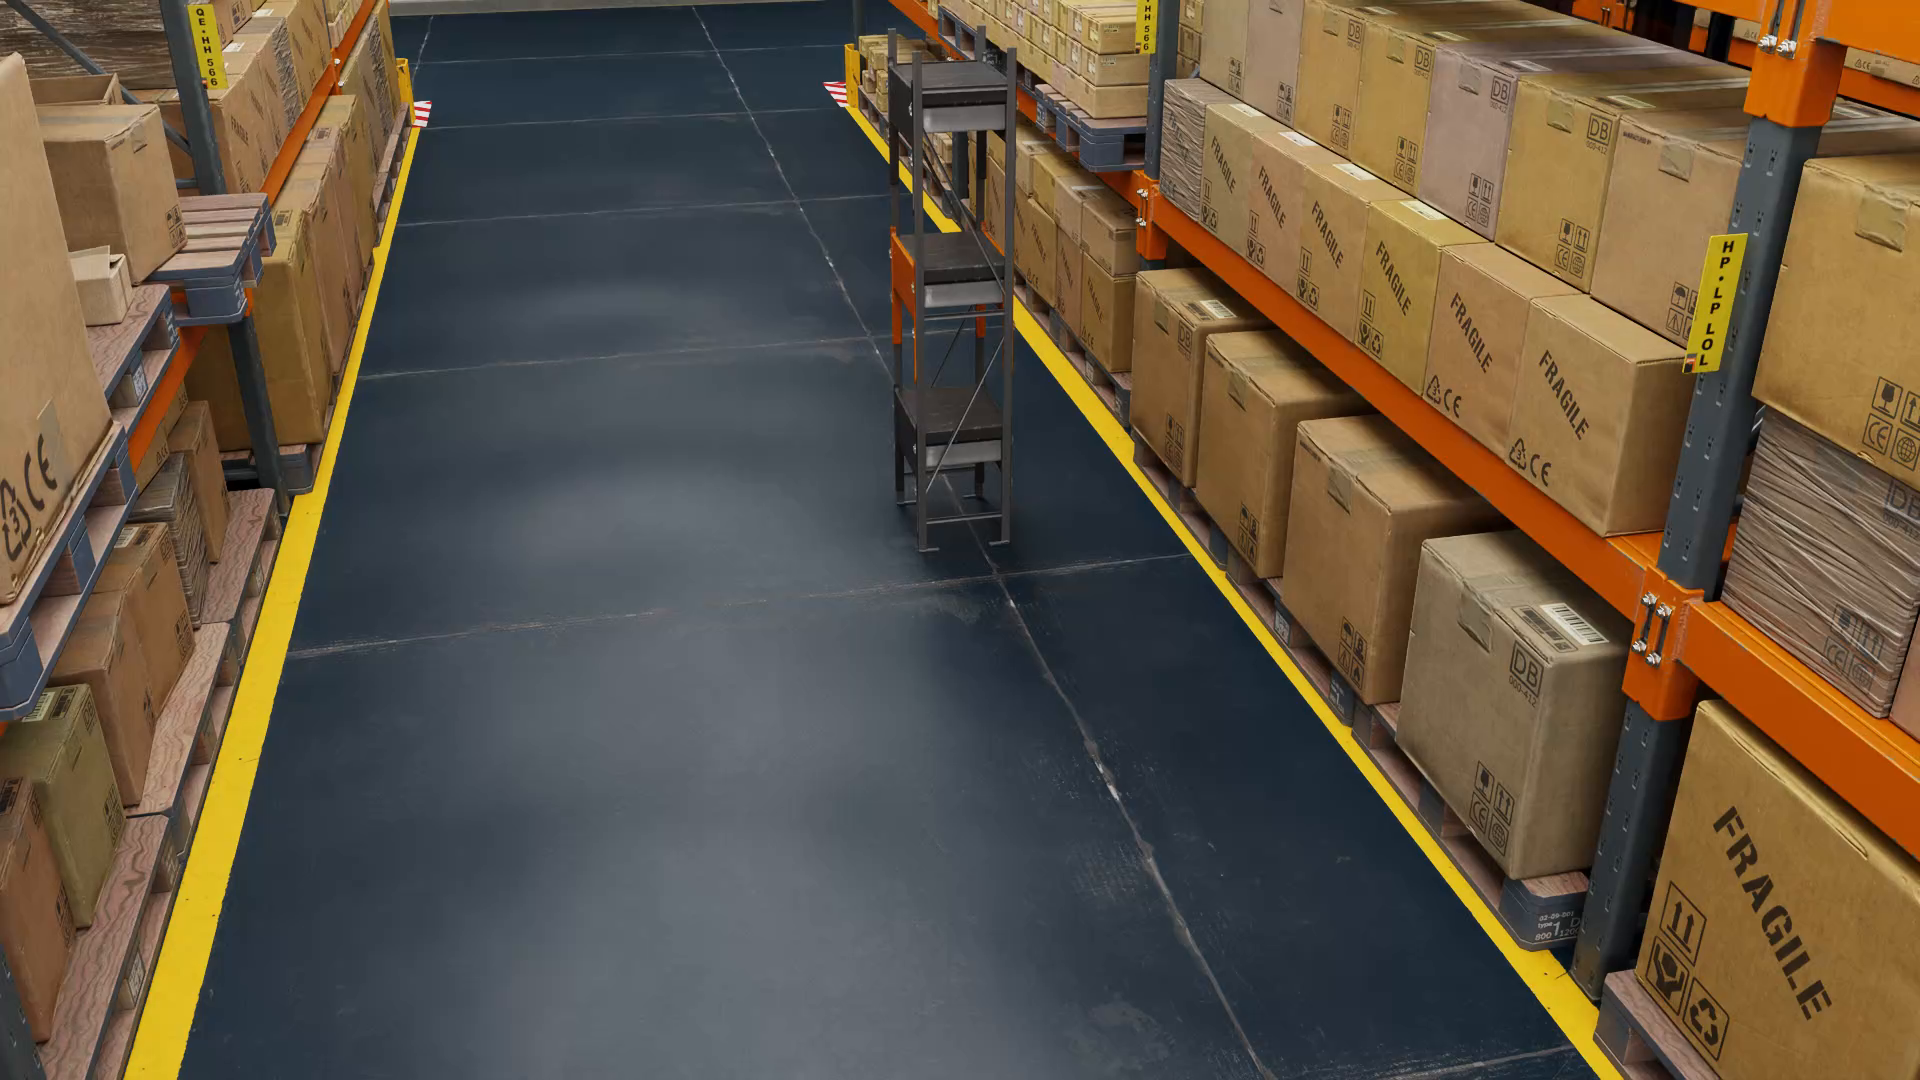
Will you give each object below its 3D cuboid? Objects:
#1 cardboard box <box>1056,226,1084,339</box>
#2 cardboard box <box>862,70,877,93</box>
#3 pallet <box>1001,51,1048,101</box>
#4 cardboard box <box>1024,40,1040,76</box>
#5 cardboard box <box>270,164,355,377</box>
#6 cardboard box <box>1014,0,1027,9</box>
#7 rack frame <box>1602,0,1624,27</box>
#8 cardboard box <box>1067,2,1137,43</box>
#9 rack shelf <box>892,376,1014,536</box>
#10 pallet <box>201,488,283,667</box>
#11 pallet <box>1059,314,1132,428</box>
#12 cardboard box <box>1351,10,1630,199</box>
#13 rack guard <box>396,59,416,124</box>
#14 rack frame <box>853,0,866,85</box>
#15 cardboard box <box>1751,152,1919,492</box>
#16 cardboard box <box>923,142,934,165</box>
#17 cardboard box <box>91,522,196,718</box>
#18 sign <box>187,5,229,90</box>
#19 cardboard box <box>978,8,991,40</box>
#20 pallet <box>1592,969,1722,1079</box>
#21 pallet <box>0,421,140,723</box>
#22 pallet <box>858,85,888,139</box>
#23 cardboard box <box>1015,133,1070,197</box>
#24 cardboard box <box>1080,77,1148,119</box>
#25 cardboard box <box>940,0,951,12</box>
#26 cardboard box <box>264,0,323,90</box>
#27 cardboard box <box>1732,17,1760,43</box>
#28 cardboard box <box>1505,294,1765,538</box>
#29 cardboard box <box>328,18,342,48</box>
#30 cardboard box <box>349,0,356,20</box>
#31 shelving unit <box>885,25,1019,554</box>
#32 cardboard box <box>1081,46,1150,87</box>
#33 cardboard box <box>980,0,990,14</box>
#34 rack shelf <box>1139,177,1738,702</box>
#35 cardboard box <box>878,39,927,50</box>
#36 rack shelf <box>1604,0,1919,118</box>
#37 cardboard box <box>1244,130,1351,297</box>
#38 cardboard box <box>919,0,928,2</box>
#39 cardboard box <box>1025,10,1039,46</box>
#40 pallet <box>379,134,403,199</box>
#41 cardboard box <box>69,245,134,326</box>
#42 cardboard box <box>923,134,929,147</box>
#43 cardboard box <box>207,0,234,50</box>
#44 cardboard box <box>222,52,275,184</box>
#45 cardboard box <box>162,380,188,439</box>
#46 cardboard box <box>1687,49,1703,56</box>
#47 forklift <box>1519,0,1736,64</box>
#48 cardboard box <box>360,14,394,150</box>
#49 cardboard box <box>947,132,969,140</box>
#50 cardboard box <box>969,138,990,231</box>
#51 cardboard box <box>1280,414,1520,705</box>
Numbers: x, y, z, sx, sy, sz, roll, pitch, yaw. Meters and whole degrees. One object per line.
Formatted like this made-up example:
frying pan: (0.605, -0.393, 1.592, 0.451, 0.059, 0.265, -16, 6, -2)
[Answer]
cardboard box: (0.830, -1.432, 9.066, 0.500, 0.500, 0.500, -5, 27, -10)
cardboard box: (-0.651, -4.034, 14.611, 0.380, 0.149, 0.250, -5, 27, -11)
pallet: (0.860, -2.649, 9.382, 1.003, 0.211, 1.213, -6, 27, -12)
cardboard box: (0.560, -2.565, 8.815, 0.380, 0.149, 0.250, -7, 28, -14)
cardboard box: (-3.838, -1.347, 8.481, 1.225, 0.875, 0.875, -6, 27, -11)
cardboard box: (0.500, -2.947, 8.913, 0.380, 0.149, 0.250, -5, 27, -9)
rack frame: (5.244, -4.173, 12.188, 1.000, 3.000, 0.127, -6, 27, -12)
cardboard box: (0.735, -2.490, 8.006, 0.380, 0.149, 0.250, -6, 27, -12)
rack shelf: (-0.037, -0.373, 7.242, 0.431, 0.518, 0.480, -6, 27, -12)
pallet: (-3.334, 0.178, 6.664, 1.003, 0.211, 1.213, -6, 27, -12)
pallet: (1.171, -0.968, 8.934, 1.003, 0.211, 1.213, -6, 27, -12)
cardboard box: (1.786, -1.491, 5.655, 0.700, 0.500, 0.500, -6, 27, -12)
rack guard: (-5.317, -3.817, 14.258, 1.175, 0.500, 0.348, -6, 27, -12)
rack frame: (-0.457, -5.382, 14.584, 1.000, 3.000, 0.127, -6, 27, -12)
cardboard box: (2.297, -0.497, 3.542, 0.875, 0.550, 0.550, -6, 27, -12)
cardboard box: (-0.075, -2.910, 12.385, 0.380, 0.149, 0.250, -7, 28, -13)
cardboard box: (-3.067, 0.292, 5.629, 0.700, 0.500, 0.500, -4, 27, -7)
sign: (-2.983, -1.951, 6.590, 0.100, 0.325, 0.005, -6, 27, -12)
cardboard box: (0.319, -3.028, 9.733, 0.380, 0.149, 0.250, -7, 28, -14)
pallet: (2.343, 1.473, 4.098, 1.003, 0.211, 1.213, -6, 27, -12)
pallet: (-2.638, 0.081, 3.974, 1.003, 0.211, 1.213, -6, 27, -12)
pallet: (-0.291, -3.743, 14.432, 1.003, 0.211, 1.213, -6, 27, -12)
cardboard box: (0.587, -2.223, 9.801, 0.500, 0.250, 0.500, -5, 27, -10)
cardboard box: (0.787, -2.115, 7.924, 0.380, 0.149, 0.250, -5, 27, -11)
cardboard box: (0.085, -3.481, 10.631, 0.380, 0.149, 0.250, -7, 28, -14)
cardboard box: (-3.934, -2.816, 9.388, 0.500, 0.500, 0.500, -5, 27, -10)
cardboard box: (5.305, -3.432, 10.888, 0.500, 0.250, 0.500, -6, 27, -12)
cardboard box: (1.869, -0.360, 4.524, 0.500, 0.500, 0.500, -6, 27, -12)
cardboard box: (-4.153, -3.218, 10.575, 0.380, 0.149, 0.250, -6, 27, -11)
cardboard box: (-4.391, -3.676, 11.484, 0.380, 0.149, 0.250, -6, 27, -12)
shelving unit: (-0.037, -1.010, 6.921, 0.431, 2.100, 0.503, -6, 27, -12)
cardboard box: (0.791, -2.249, 7.859, 0.380, 0.149, 0.250, -5, 27, -11)
cardboard box: (0.326, -3.155, 9.655, 0.380, 0.149, 0.250, -5, 27, -10)
rack shelf: (1.797, -0.671, 6.048, 1.077, 0.370, 4.000, -6, 27, -12)
cardboard box: (-0.490, -4.189, 14.258, 0.380, 0.149, 0.250, -5, 27, -11)
rack shelf: (5.695, -2.974, 10.611, 1.077, 0.370, 4.000, -6, 27, -12)
cardboard box: (1.415, -1.246, 6.278, 0.500, 0.500, 0.500, -6, 27, -12)
cardboard box: (-0.139, -4.073, 12.268, 0.380, 0.149, 0.250, -7, 28, -14)
cardboard box: (0.558, -2.700, 8.753, 0.380, 0.149, 0.250, -6, 27, -12)
pallet: (-4.784, -2.800, 12.563, 1.003, 0.211, 1.213, -6, 27, -12)
cardboard box: (-2.870, -0.833, 5.255, 0.396, 0.266, 0.258, -7, 28, -13)
cardboard box: (-0.087, -3.013, 12.258, 0.380, 0.149, 0.250, -7, 28, -13)
cardboard box: (-3.802, -2.512, 7.673, 0.797, 0.503, 0.637, -5, 27, -10)
cardboard box: (-3.472, -1.922, 7.619, 0.500, 0.500, 0.500, -7, 28, -13)
cardboard box: (-3.329, -0.535, 6.434, 0.500, 0.250, 0.500, -5, 27, -9)
cardboard box: (5.462, -3.148, 12.049, 0.875, 0.875, 0.875, -5, 27, -10)
forklift: (3.315, -2.016, 7.992, 1.130, 2.935, 3.031, -7, 28, -14)
cardboard box: (-4.885, -3.489, 12.726, 0.875, 0.875, 0.875, -6, 27, -12)
cardboard box: (0.111, -2.936, 11.775, 0.380, 0.149, 0.250, -5, 27, -10)
cardboard box: (0.353, -2.346, 10.877, 0.500, 0.500, 0.500, -5, 27, -10)
cardboard box: (1.806, 0.016, 5.920, 1.050, 0.750, 0.750, -6, 27, -12)
